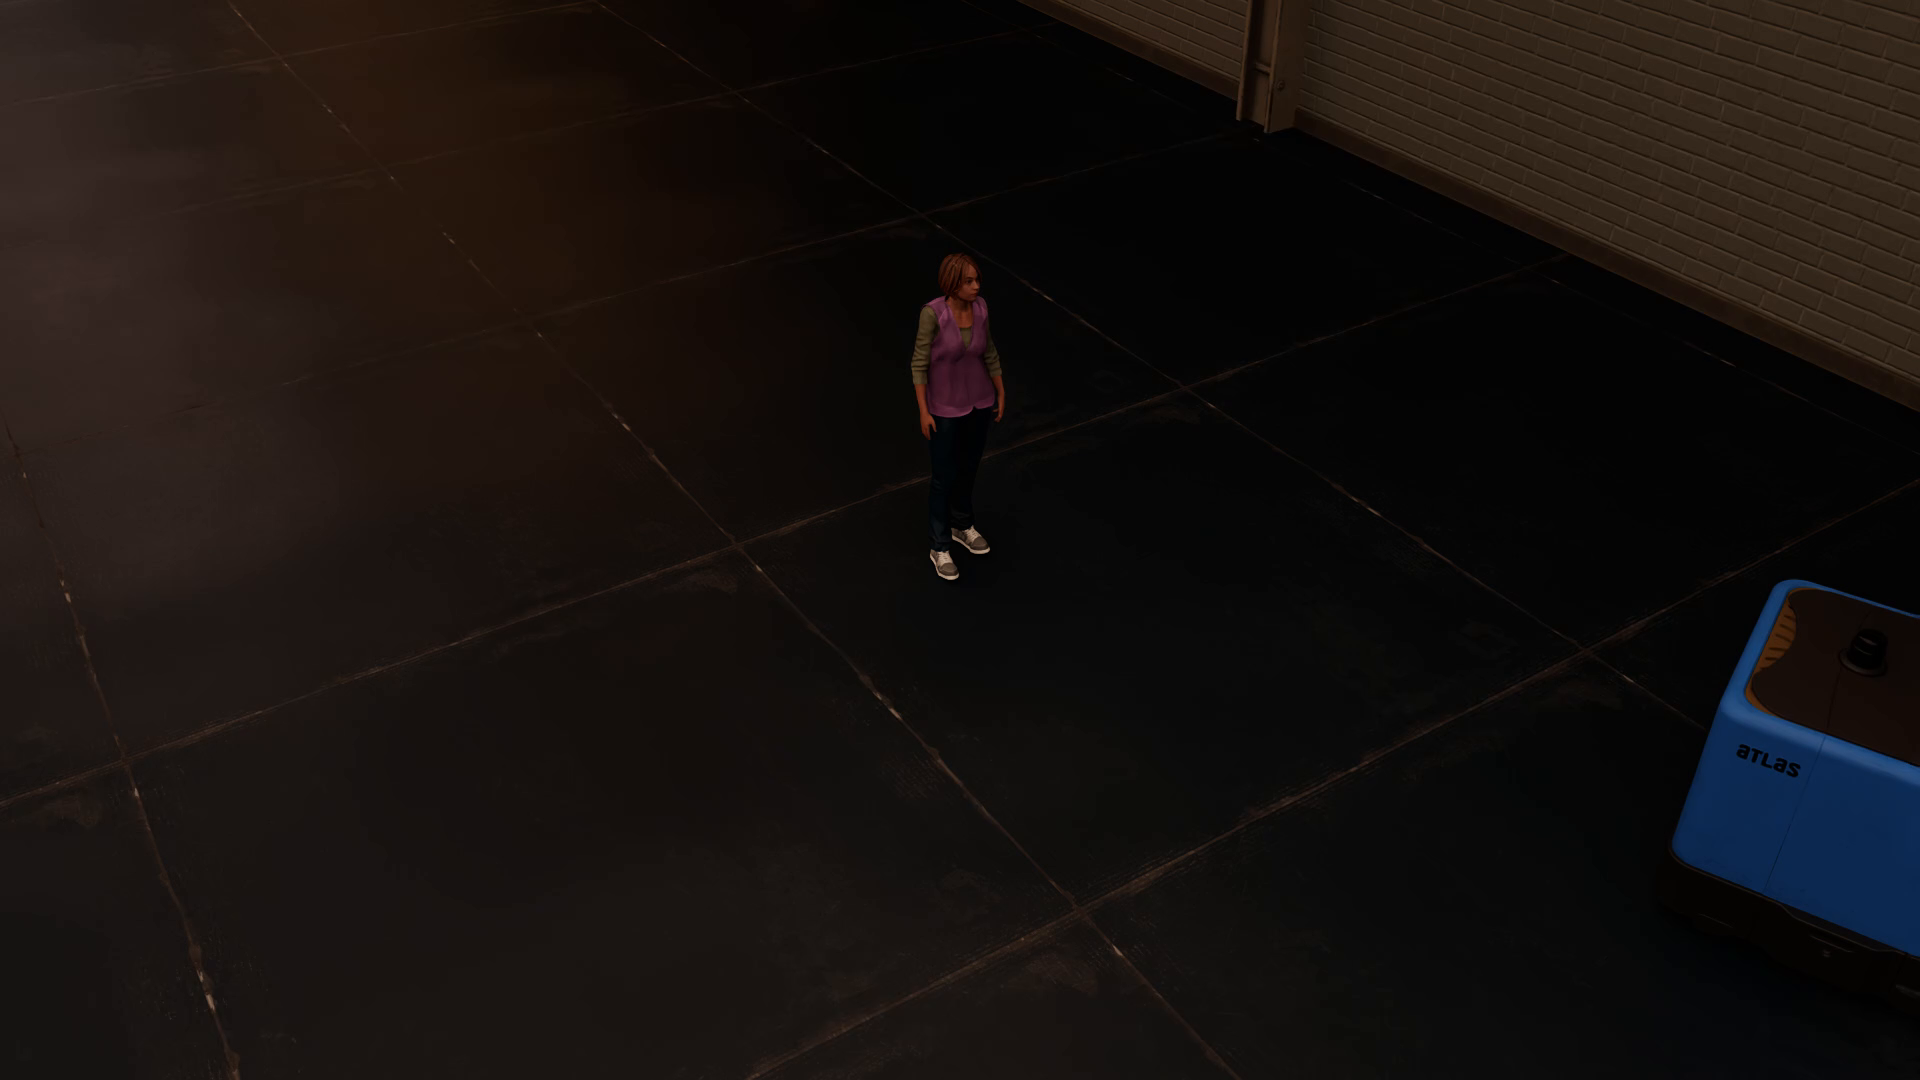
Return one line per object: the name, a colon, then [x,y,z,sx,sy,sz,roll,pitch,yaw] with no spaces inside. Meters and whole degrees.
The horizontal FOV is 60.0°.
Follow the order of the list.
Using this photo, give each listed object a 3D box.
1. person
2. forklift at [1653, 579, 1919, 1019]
person: [0.028,-0.620,8.177,0.520,1.597,0.476,-21,40,-27]
forklift: [4.252,0.517,5.411,3.031,2.935,1.130,21,40,27]
